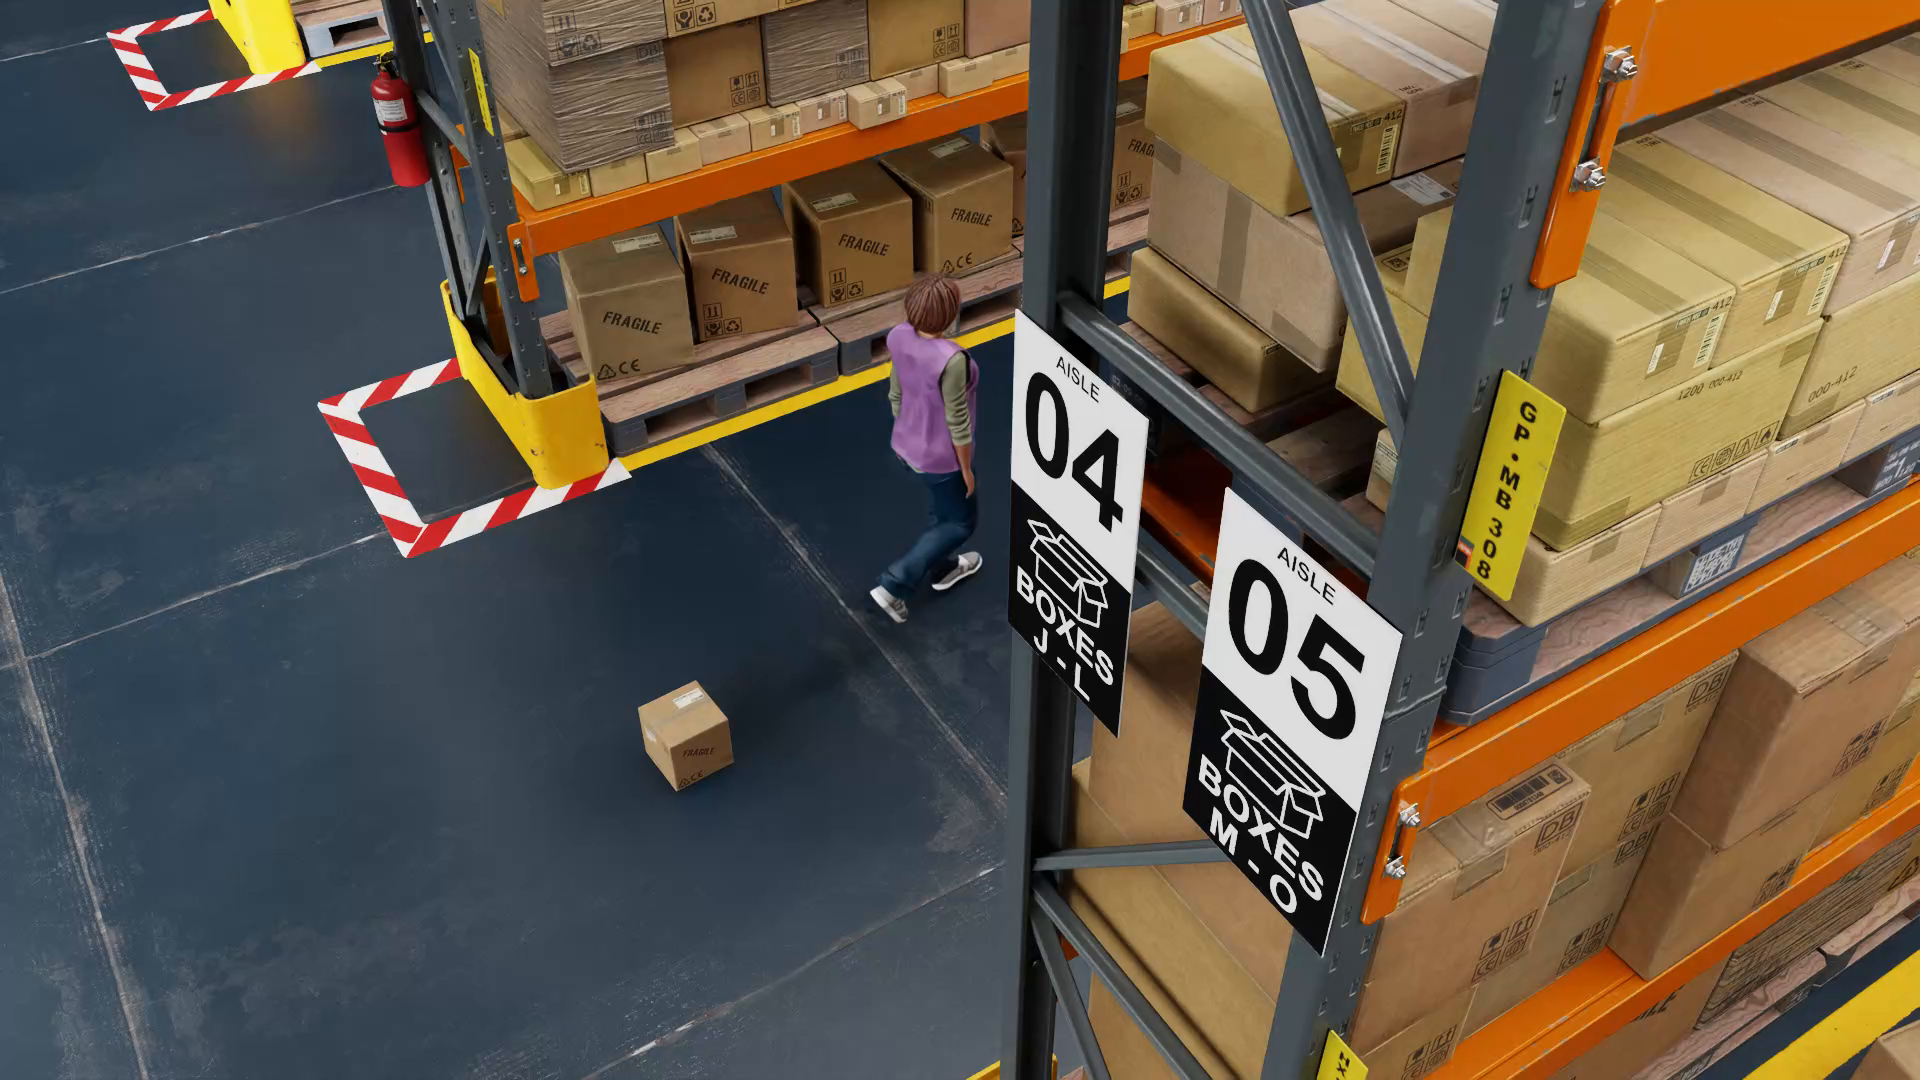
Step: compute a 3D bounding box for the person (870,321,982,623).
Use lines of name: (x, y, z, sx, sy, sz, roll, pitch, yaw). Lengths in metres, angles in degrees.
person: (-0.147, -0.252, 6.594, 0.678, 1.352, 0.351, -29, 49, -29)
